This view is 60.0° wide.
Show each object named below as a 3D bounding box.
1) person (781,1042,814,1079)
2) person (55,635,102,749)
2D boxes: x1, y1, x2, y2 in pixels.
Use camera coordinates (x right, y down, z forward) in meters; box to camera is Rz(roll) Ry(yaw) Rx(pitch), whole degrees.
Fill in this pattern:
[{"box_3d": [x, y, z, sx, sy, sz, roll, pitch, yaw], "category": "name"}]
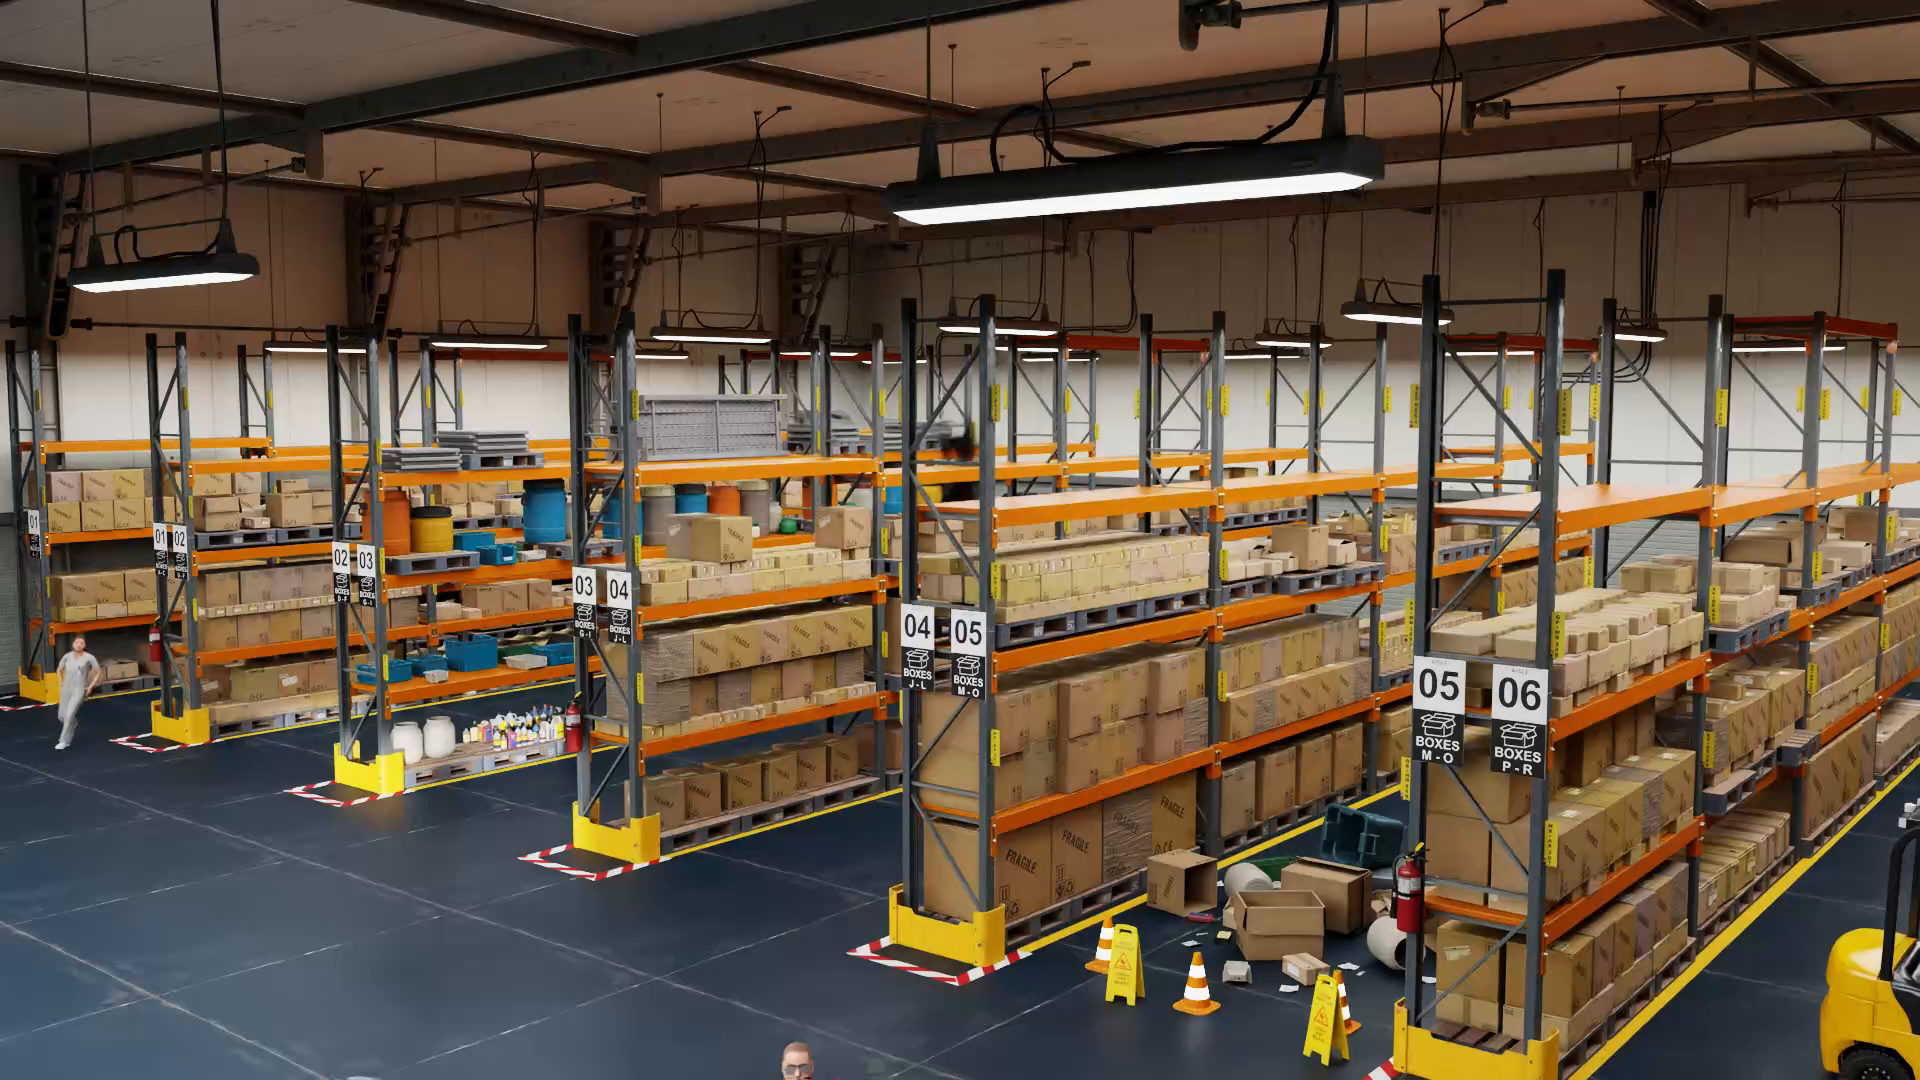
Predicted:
[{"box_3d": [-0.881, 3.517, 9.027, 0.653, 1.698, 0.829, -1, 5, -10], "category": "person"}, {"box_3d": [-12.814, 2.180, 24.181, 0.634, 1.623, 0.684, -1, 5, -9], "category": "person"}]
